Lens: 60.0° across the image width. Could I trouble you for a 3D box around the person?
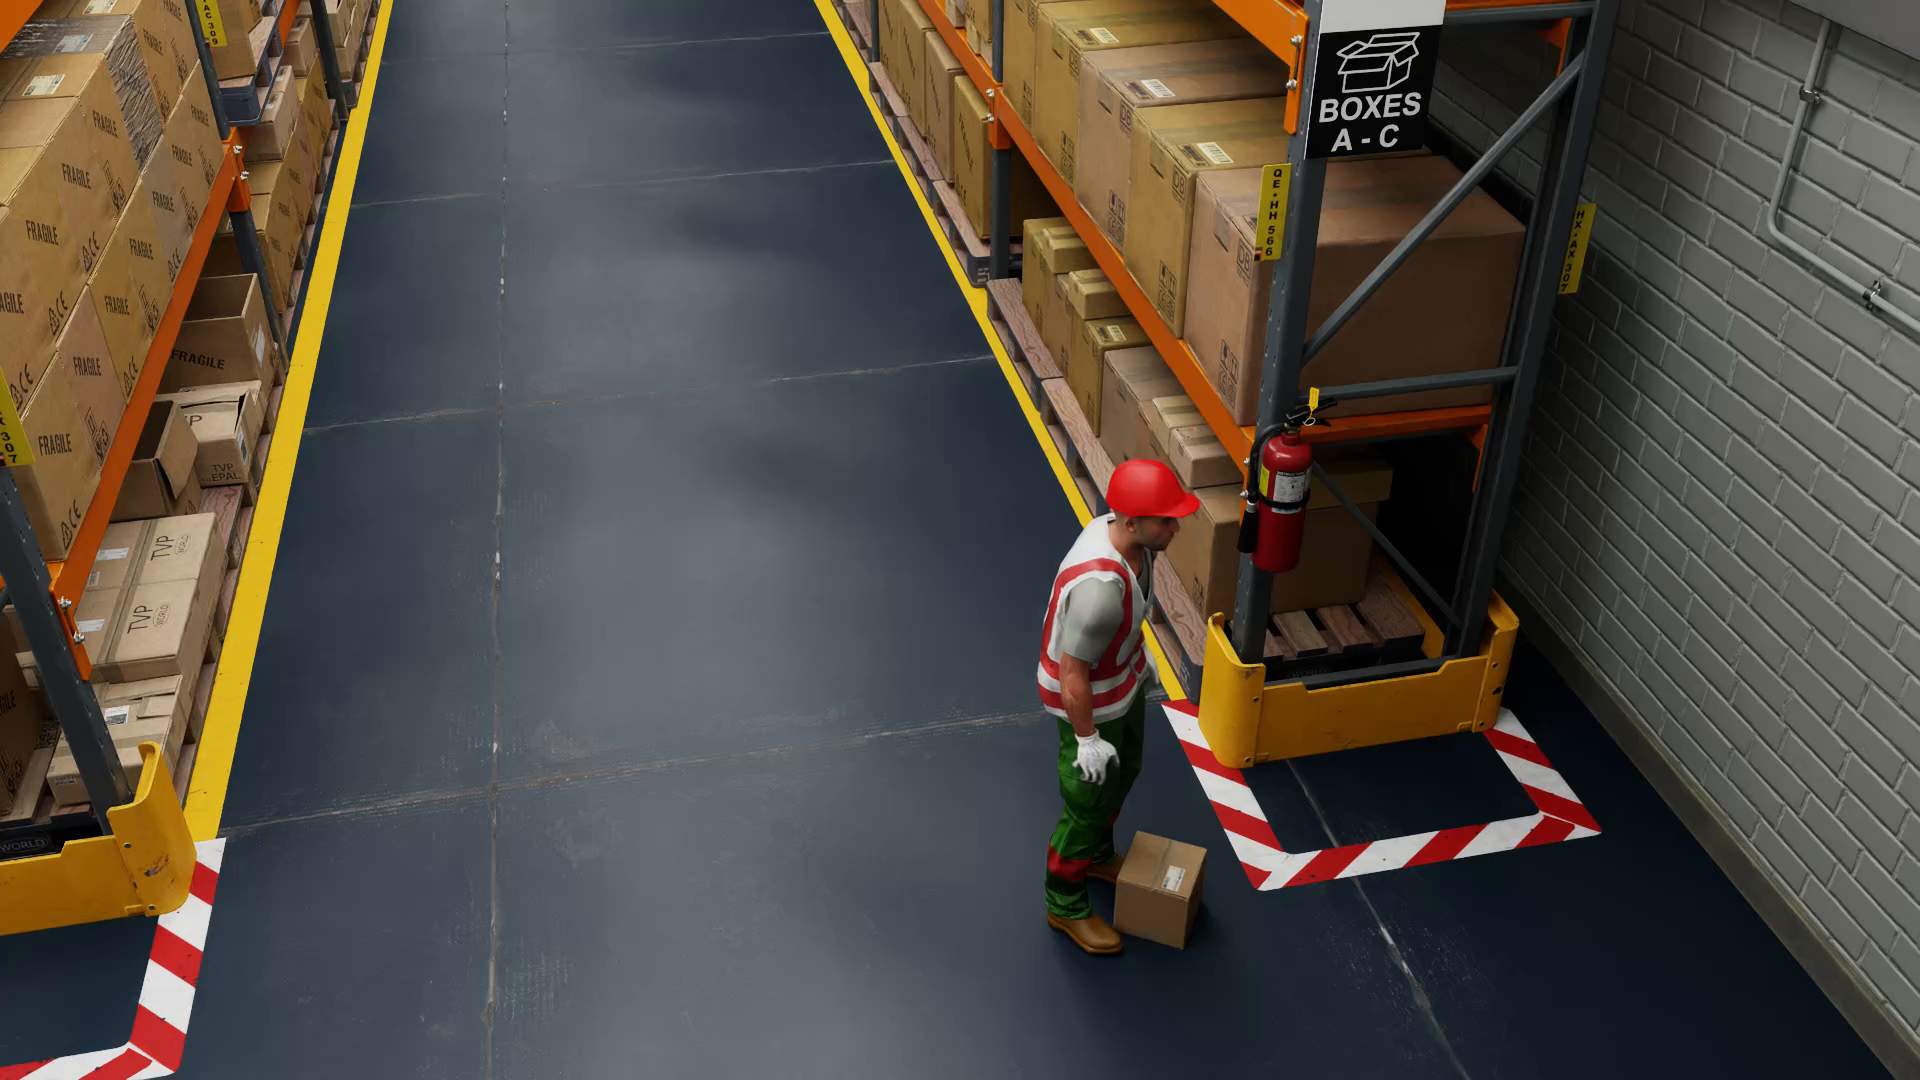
[{"bbox_3d":[0.488,0.509,5.375,0.449,1.780,0.623,13,36,19],"label":"person"}]
